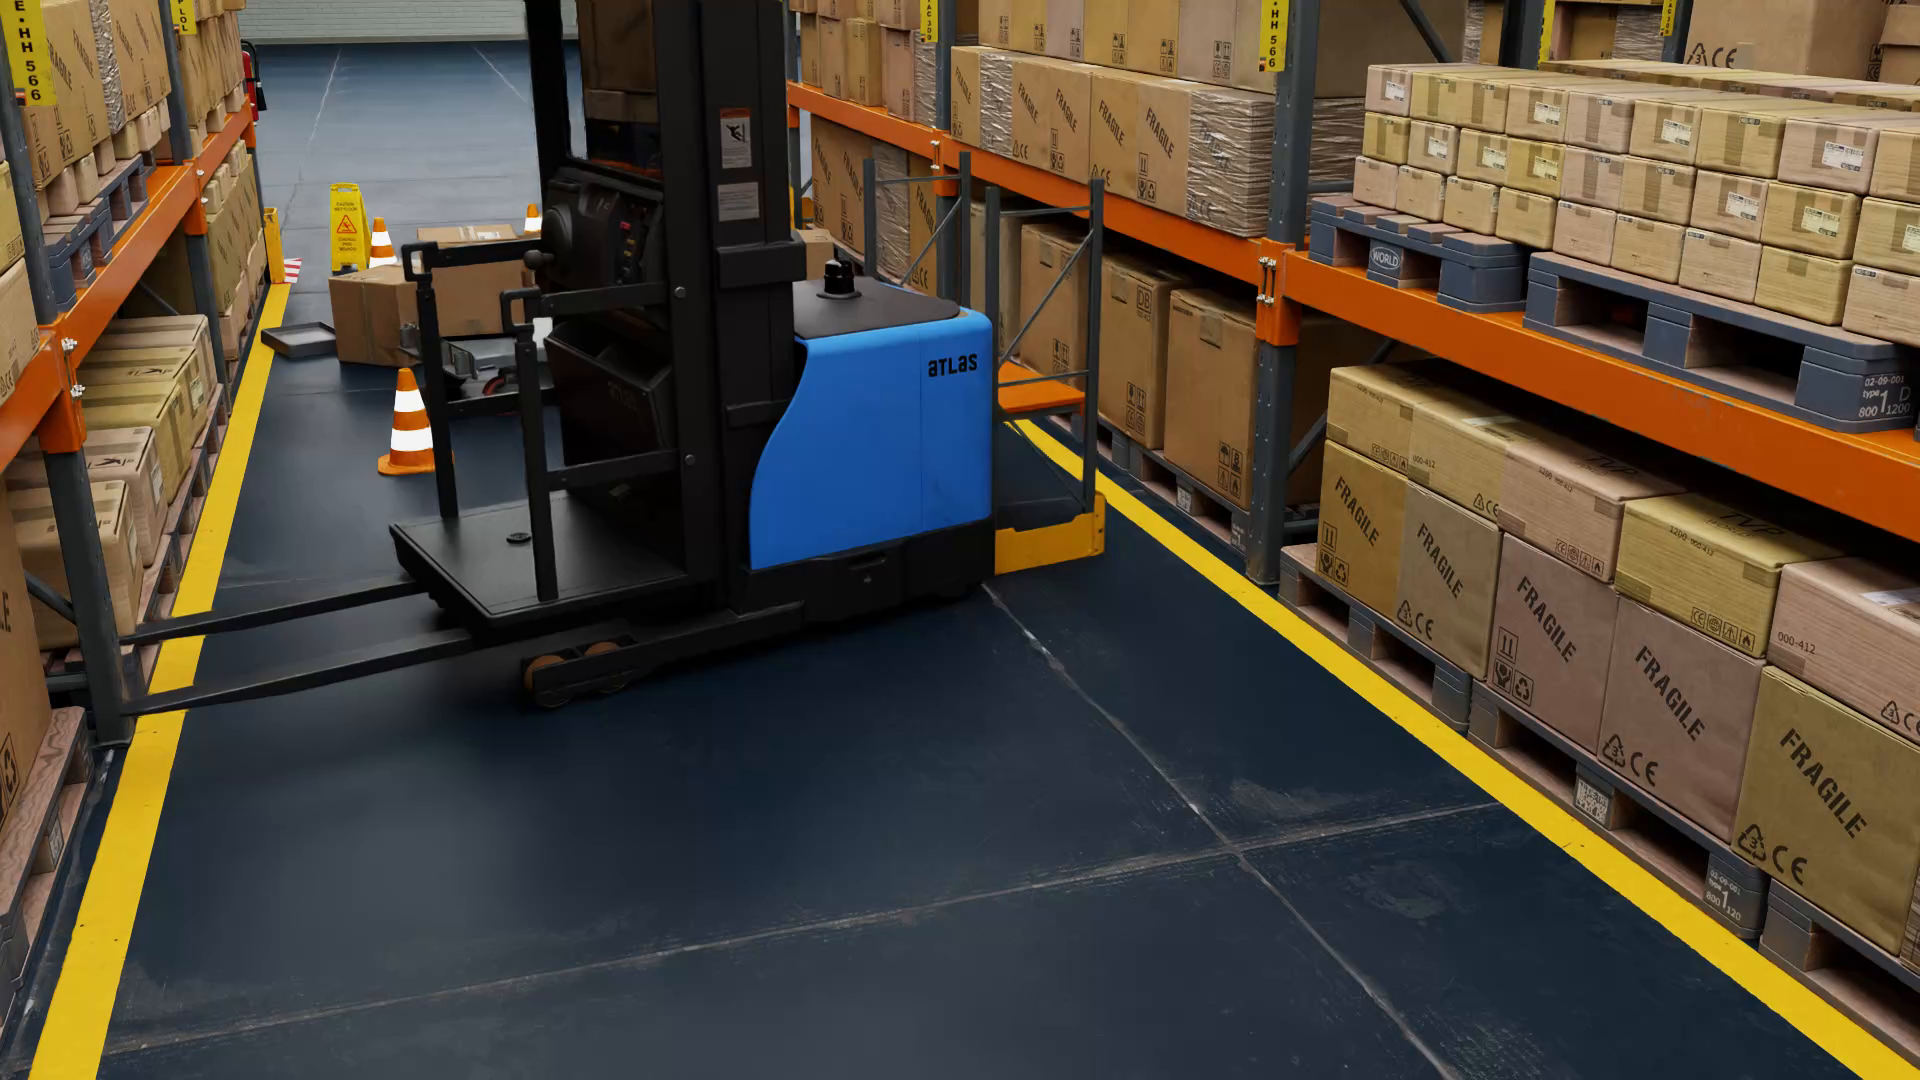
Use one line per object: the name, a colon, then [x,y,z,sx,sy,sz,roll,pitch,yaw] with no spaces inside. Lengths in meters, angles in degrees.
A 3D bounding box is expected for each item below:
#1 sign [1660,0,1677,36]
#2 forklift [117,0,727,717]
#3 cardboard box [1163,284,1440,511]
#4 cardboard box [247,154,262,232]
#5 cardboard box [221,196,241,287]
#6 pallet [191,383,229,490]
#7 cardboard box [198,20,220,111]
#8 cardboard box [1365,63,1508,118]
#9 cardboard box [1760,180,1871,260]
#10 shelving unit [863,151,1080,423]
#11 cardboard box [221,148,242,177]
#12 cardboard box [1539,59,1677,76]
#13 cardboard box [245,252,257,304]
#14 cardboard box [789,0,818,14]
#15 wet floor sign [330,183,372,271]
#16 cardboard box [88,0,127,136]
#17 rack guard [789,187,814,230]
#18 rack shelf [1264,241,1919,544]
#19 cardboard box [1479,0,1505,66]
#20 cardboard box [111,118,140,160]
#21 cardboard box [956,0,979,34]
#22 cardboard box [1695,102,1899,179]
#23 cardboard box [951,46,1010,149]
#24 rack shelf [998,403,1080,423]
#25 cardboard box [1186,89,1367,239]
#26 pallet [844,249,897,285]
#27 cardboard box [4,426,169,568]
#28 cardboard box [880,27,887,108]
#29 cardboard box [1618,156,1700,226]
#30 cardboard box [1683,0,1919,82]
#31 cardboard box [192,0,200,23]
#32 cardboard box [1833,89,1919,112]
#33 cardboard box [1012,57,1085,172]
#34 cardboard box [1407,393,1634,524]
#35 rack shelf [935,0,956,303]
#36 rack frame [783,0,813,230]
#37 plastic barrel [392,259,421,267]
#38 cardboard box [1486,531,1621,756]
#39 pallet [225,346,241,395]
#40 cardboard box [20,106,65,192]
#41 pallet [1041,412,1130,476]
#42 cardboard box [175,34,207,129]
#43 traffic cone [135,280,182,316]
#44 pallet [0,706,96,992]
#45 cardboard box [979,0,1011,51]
sign: [4.580,-3.424,10.732,0.100,0.325,0.005,-6,21,-17]
forklift: [-1.462,-1.326,6.274,3.836,2.935,2.622,-13,23,-32]
cardboard box: [1.504,-0.643,6.975,1.050,0.750,0.750,-7,21,-18]
cardboard box: [-3.210,-0.897,5.111,0.853,1.989,13.684,-6,21,-17]
cardboard box: [-4.423,-1.669,9.463,0.500,0.500,0.500,-6,20,-15]
pallet: [-4.069,-0.462,7.891,1.003,0.211,1.213,-6,21,-17]
cardboard box: [-4.514,-2.703,9.417,0.500,0.500,0.500,-7,21,-18]
cardboard box: [1.572,-1.488,5.492,0.380,0.149,0.250,-6,21,-17]
cardboard box: [2.137,-0.764,3.916,0.380,0.149,0.250,-6,21,-17]
shelving unit: [0.054,-0.776,6.859,0.500,1.500,0.985,-11,22,-27]
cardboard box: [-4.736,-2.364,10.437,0.380,0.149,0.250,-5,20,-15]
cardboard box: [2.199,-1.550,5.664,0.380,0.149,0.250,-7,21,-19]
cardboard box: [-4.738,-1.646,10.508,0.500,0.250,0.500,-7,21,-19]
cardboard box: [-0.825,-4.322,12.692,0.875,0.550,0.550,-6,21,-17]
wet floor sign: [-4.616,-2.374,12.572,0.267,0.644,0.232,1,20,2]
cardboard box: [-3.473,-1.792,6.258,0.500,0.500,0.500,-7,21,-19]
rack guard: [-0.912,-2.697,13.687,1.175,0.500,0.348,-6,21,-17]
rack shelf: [2.238,-0.318,4.430,1.077,0.370,4.000,-6,21,-17]
cardboard box: [4.516,-3.894,12.732,0.875,0.500,0.500,-6,21,-17]
cardboard box: [-3.584,-1.639,6.792,0.380,0.149,0.250,-6,21,-17]
cardboard box: [0.269,-3.283,9.801,0.875,0.550,0.550,-6,21,-17]
cardboard box: [2.061,-0.987,4.098,0.380,0.149,0.250,-7,21,-18]
cardboard box: [0.262,-2.432,9.103,0.500,0.500,0.500,-6,21,-17]
rack shelf: [0.070,-0.631,6.882,0.416,0.036,0.922,-11,22,-27]
cardboard box: [1.213,-1.462,6.401,0.500,0.500,0.500,-6,21,-17]
pallet: [-0.199,-1.915,11.935,1.003,0.211,1.213,-6,21,-17]
cardboard box: [-3.465,-0.120,6.079,0.950,0.372,0.625,-7,21,-18]
cardboard box: [-0.027,-3.130,10.972,0.875,0.550,0.550,-6,21,-17]
cardboard box: [1.977,-0.929,4.375,0.380,0.149,0.250,-7,21,-18]
cardboard box: [5.171,-3.296,10.458,1.134,1.210,1.638,-6,21,-17]
cardboard box: [-4.247,-2.846,8.335,0.700,0.500,0.500,-7,21,-18]
cardboard box: [2.603,-1.134,4.508,0.380,0.149,0.250,-5,20,-15]
cardboard box: [0.576,-2.109,8.204,0.500,0.500,0.500,-6,21,-17]
cardboard box: [1.756,-0.263,5.179,0.500,0.250,0.500,-7,21,-18]
rack shelf: [8.062,-2.726,10.068,15.905,3.000,4.168,-6,21,-17]
rack frame: [-0.905,-3.866,13.243,1.000,3.000,0.127,-6,21,-17]
plastic barrel: [-3.486,-1.593,10.726,0.512,0.421,0.421,8,21,20]
cardboard box: [1.917,0.259,4.834,0.500,0.500,0.500,-7,21,-19]
pallet: [-4.560,-0.924,9.175,1.003,0.211,1.213,-6,21,-17]
cardboard box: [-2.979,-1.294,4.873,0.500,0.500,0.500,-7,21,-19]
pallet: [1.054,-0.638,8.381,1.003,0.211,1.213,-6,21,-17]
cardboard box: [-4.189,-2.382,8.523,0.500,0.500,0.500,-6,21,-17]
traffic cone: [-3.060,-1.777,7.710,3.046,2.808,1.723,-6,21,-17]
pallet: [-2.881,0.833,4.285,1.003,0.211,1.213,-6,21,-17]
cardboard box: [0.514,-2.941,9.041,0.700,0.500,0.500,-7,21,-18]
